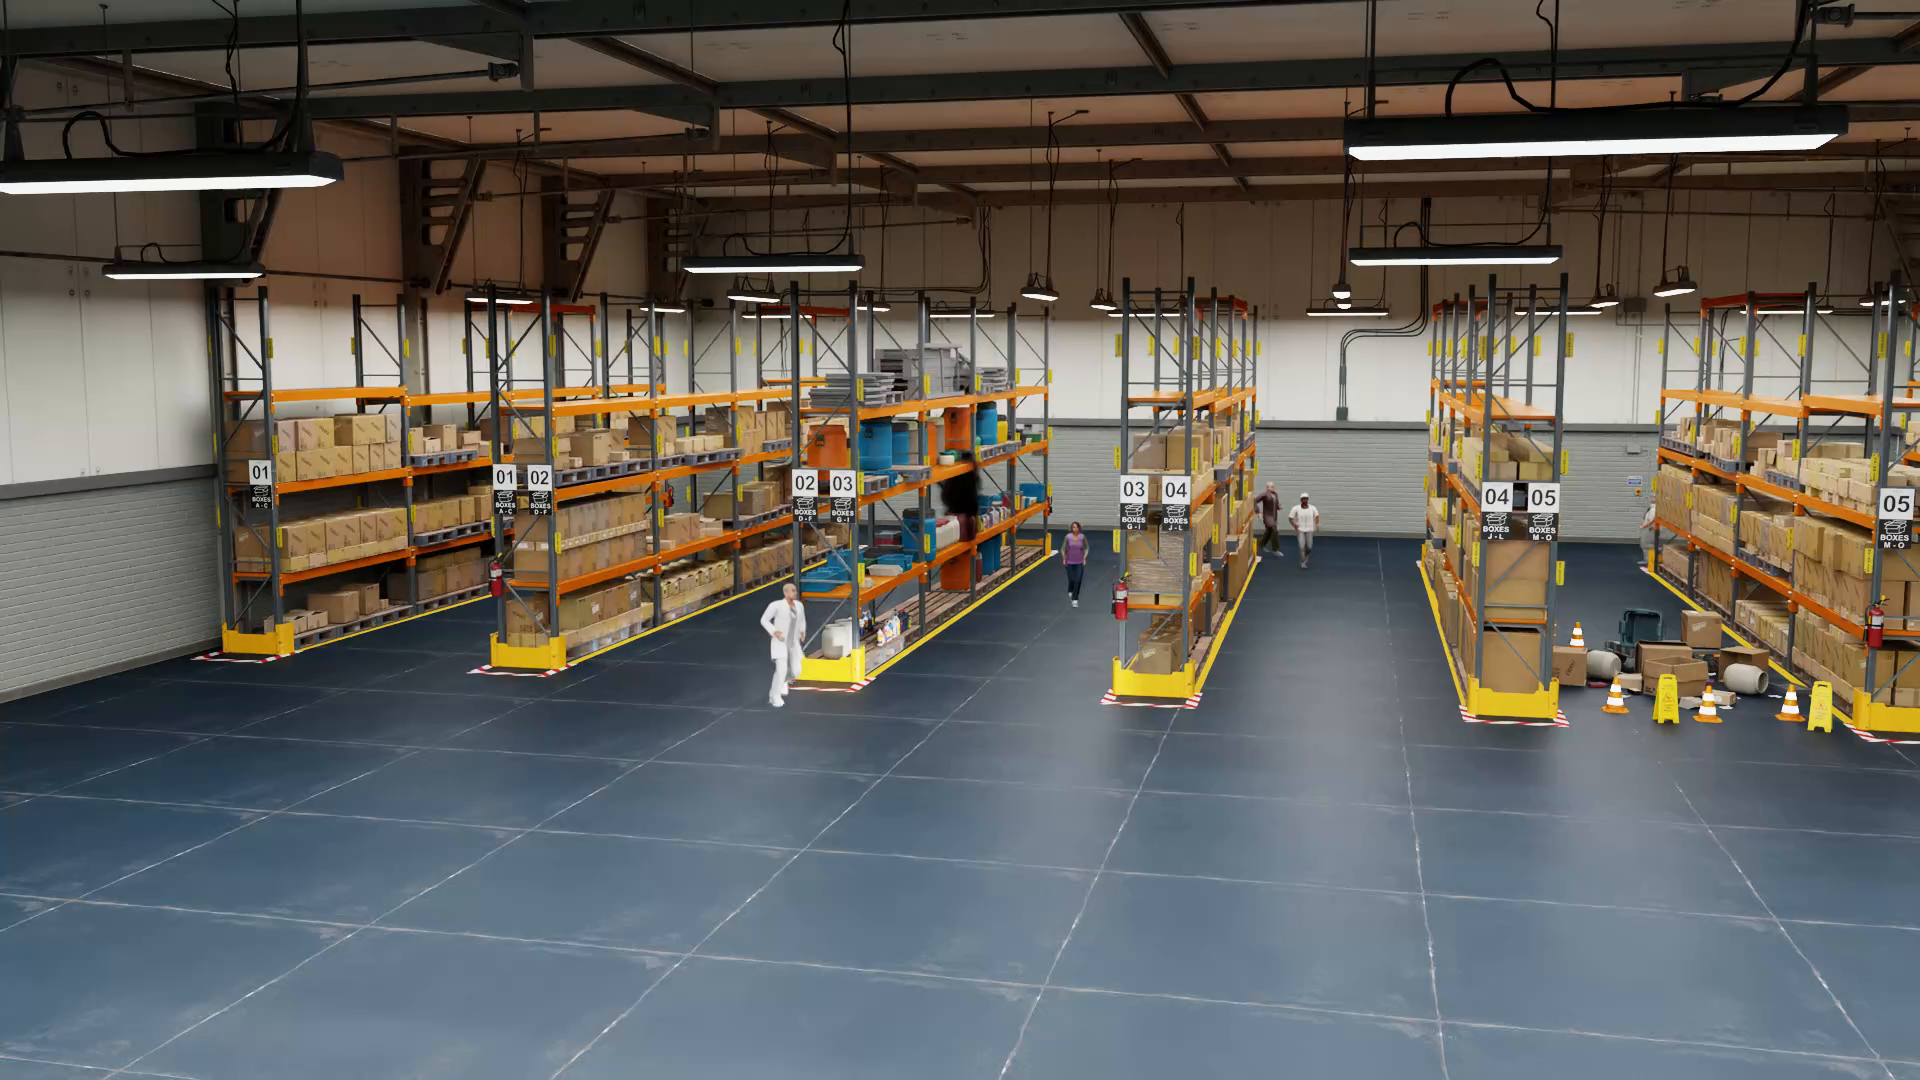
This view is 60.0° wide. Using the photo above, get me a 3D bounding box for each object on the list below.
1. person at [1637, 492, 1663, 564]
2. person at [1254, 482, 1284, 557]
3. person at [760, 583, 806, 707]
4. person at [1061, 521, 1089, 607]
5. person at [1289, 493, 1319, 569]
[{"bbox_3d":[16.066,-0.271,38.551,0.662,1.751,0.712,4,8,32],"label":"person"},{"bbox_3d":[7.486,-0.512,40.304,0.752,1.808,0.964,-6,9,-42],"label":"person"},{"bbox_3d":[-2.465,1.465,23.622,0.728,1.701,0.554,-5,8,-35],"label":"person"},{"bbox_3d":[2.121,0.429,30.643,0.522,1.565,0.521,0,7,0],"label":"person"},{"bbox_3d":[7.889,-0.219,38.100,0.708,1.723,0.551,0,7,0],"label":"person"}]
